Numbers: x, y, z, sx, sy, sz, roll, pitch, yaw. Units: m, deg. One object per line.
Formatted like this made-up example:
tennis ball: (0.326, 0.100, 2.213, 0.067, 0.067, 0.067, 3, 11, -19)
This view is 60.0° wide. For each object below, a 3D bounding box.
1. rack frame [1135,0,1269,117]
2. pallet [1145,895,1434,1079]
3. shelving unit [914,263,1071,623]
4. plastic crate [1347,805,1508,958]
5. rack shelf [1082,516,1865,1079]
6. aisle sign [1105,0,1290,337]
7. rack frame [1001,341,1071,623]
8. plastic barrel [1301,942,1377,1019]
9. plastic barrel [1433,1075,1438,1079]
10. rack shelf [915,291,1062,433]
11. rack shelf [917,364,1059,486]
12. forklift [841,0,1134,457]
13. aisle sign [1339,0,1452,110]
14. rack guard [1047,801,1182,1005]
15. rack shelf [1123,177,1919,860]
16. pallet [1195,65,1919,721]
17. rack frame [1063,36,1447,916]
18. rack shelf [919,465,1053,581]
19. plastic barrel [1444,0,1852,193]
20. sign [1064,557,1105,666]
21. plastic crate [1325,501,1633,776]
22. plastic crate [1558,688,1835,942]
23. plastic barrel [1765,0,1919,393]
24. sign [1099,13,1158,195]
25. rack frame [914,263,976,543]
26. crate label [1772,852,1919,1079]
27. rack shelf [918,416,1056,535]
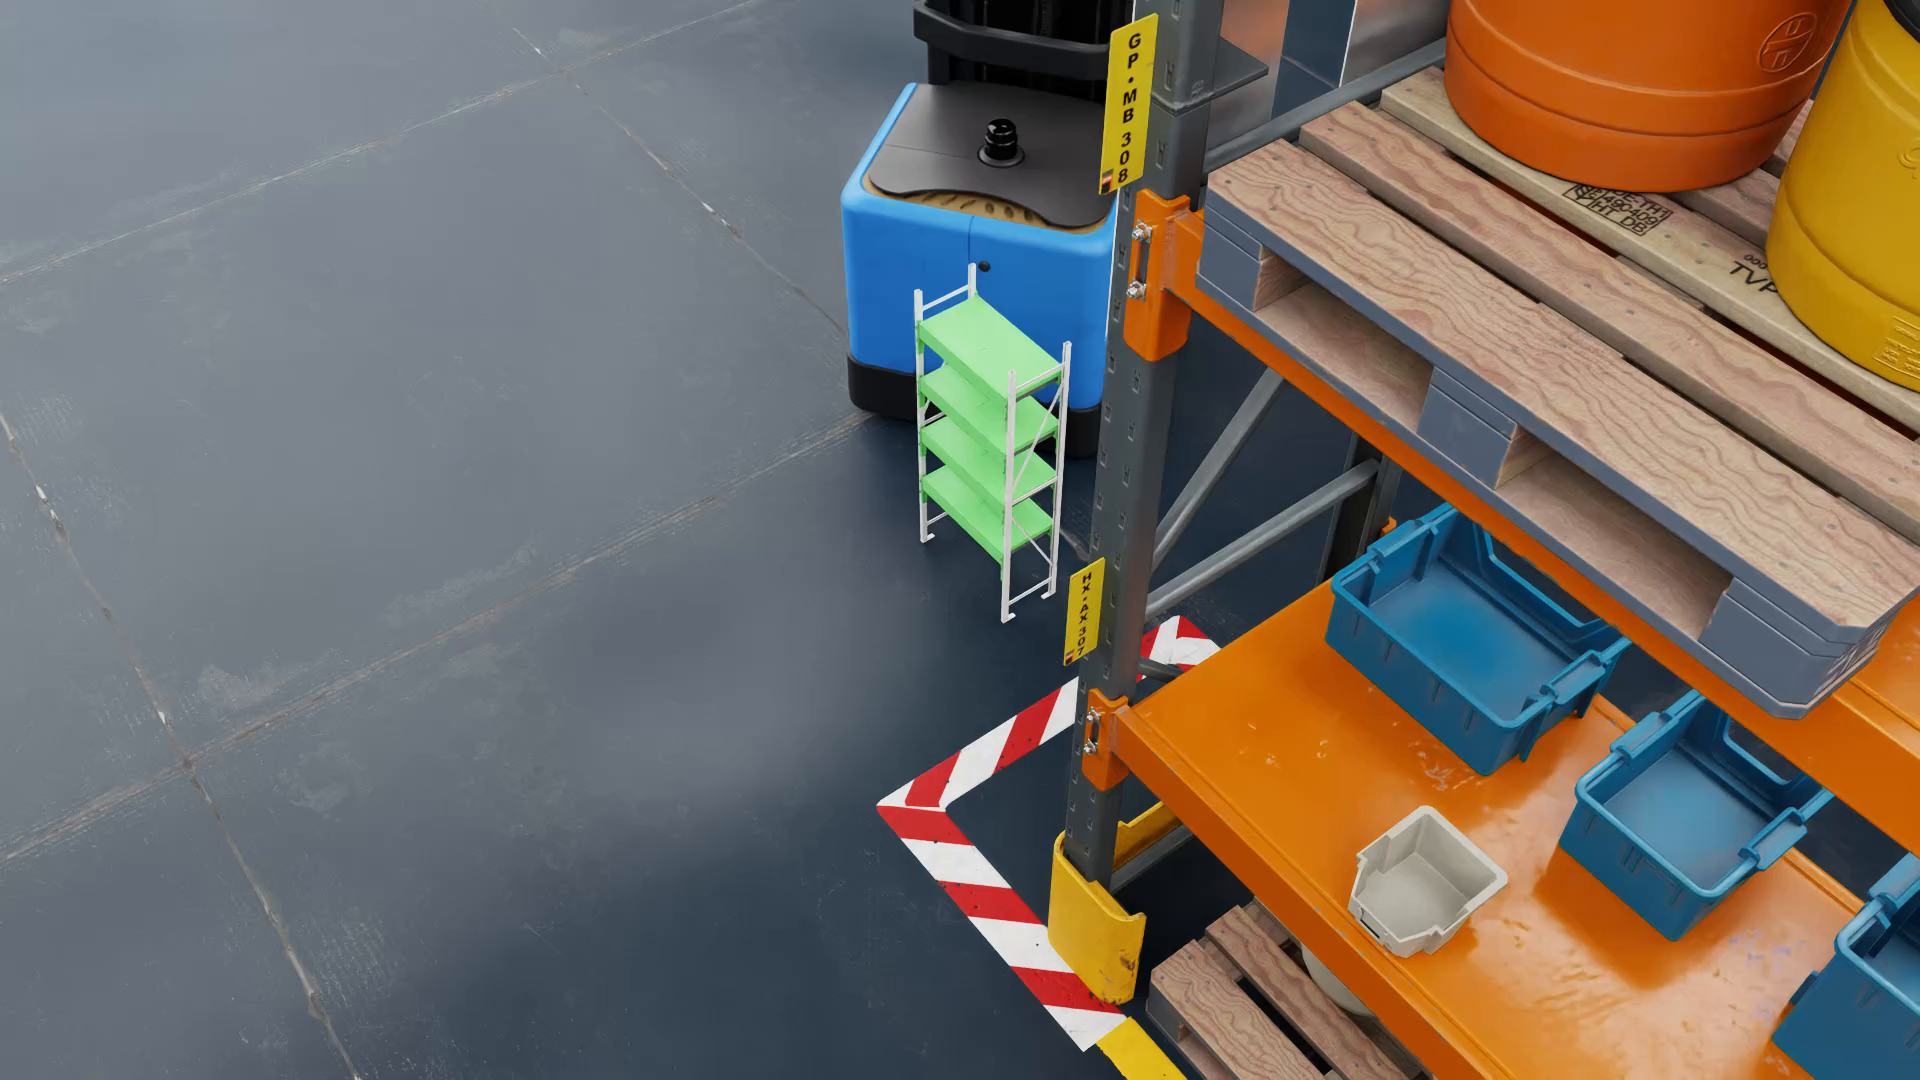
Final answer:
rack frame: (0.730, -1.996, 1.985, 1.000, 3.000, 0.127, -29, 54, -24)
pallet: (1.301, 1.461, 4.783, 1.003, 0.211, 1.213, -29, 54, -24)
shelving unit: (0.100, -0.305, 5.717, 0.258, 1.200, 0.503, -29, 54, -24)
plastic crate: (1.016, 0.780, 3.696, 0.298, 0.136, 0.250, -29, 54, -24)
rack shelf: (1.941, 1.440, 3.405, 1.077, 0.370, 4.000, -29, 54, -24)
aisle sign: (0.453, -0.765, 3.164, 0.394, 0.787, 0.004, -29, 54, -24)
rack frame: (0.248, -0.162, 5.587, 0.240, 1.200, 0.015, -29, 54, -24)
plastic barrel: (1.189, 1.068, 4.653, 0.421, 0.512, 0.421, 0, 48, 0)
plastic barrel: (1.493, 1.363, 4.385, 0.421, 0.512, 0.421, 0, 48, 0)
rack shelf: (0.100, -0.585, 5.409, 0.258, 0.148, 0.480, -29, 54, -24)
rack shelf: (0.100, -0.424, 5.587, 0.258, 0.148, 0.480, -29, 54, -24)
forklift: (0.485, -2.425, 6.470, 1.130, 2.935, 3.031, 13, 49, 12)
aisle sign: (0.923, -1.030, 3.404, 0.394, 0.787, 0.004, -29, 54, -24)
rack guard: (0.813, 0.883, 5.112, 1.175, 0.500, 0.348, -29, 54, -24)
rack shelf: (1.941, 0.433, 2.294, 1.077, 0.370, 4.000, -29, 54, -24)
pallet: (1.153, -0.393, 2.685, 1.003, 0.211, 1.213, -29, 54, -24)
rack frame: (0.730, 0.019, 4.208, 1.000, 3.000, 0.127, -29, 54, -24)
rack shelf: (0.100, -0.101, 5.942, 0.258, 0.148, 0.480, -29, 54, -24)
plastic barrel: (1.125, -1.044, 2.574, 0.600, 0.830, 0.708, -29, 54, -24)
sign: (0.290, 0.171, 3.884, 0.100, 0.325, 0.005, -29, 54, -24)
plastic crate: (1.271, 0.230, 4.117, 0.499, 0.251, 0.616, -29, 54, -24)
plastic crate: (1.660, 0.616, 3.768, 0.499, 0.251, 0.408, -29, 54, -24)
plastic barrel: (1.521, -0.577, 2.314, 0.600, 0.588, 0.600, 0, 48, 0)
sign: (0.290, -0.747, 2.872, 0.100, 0.325, 0.005, -29, 54, -24)
rack frame: (-0.048, -0.449, 5.847, 0.240, 1.200, 0.015, -29, 54, -24)
crate label: (2.060, 0.971, 3.321, 0.502, 0.435, 0.616, -29, 54, -24)
rack shelf: (0.100, -0.262, 5.764, 0.258, 0.148, 0.480, -29, 54, -24)
